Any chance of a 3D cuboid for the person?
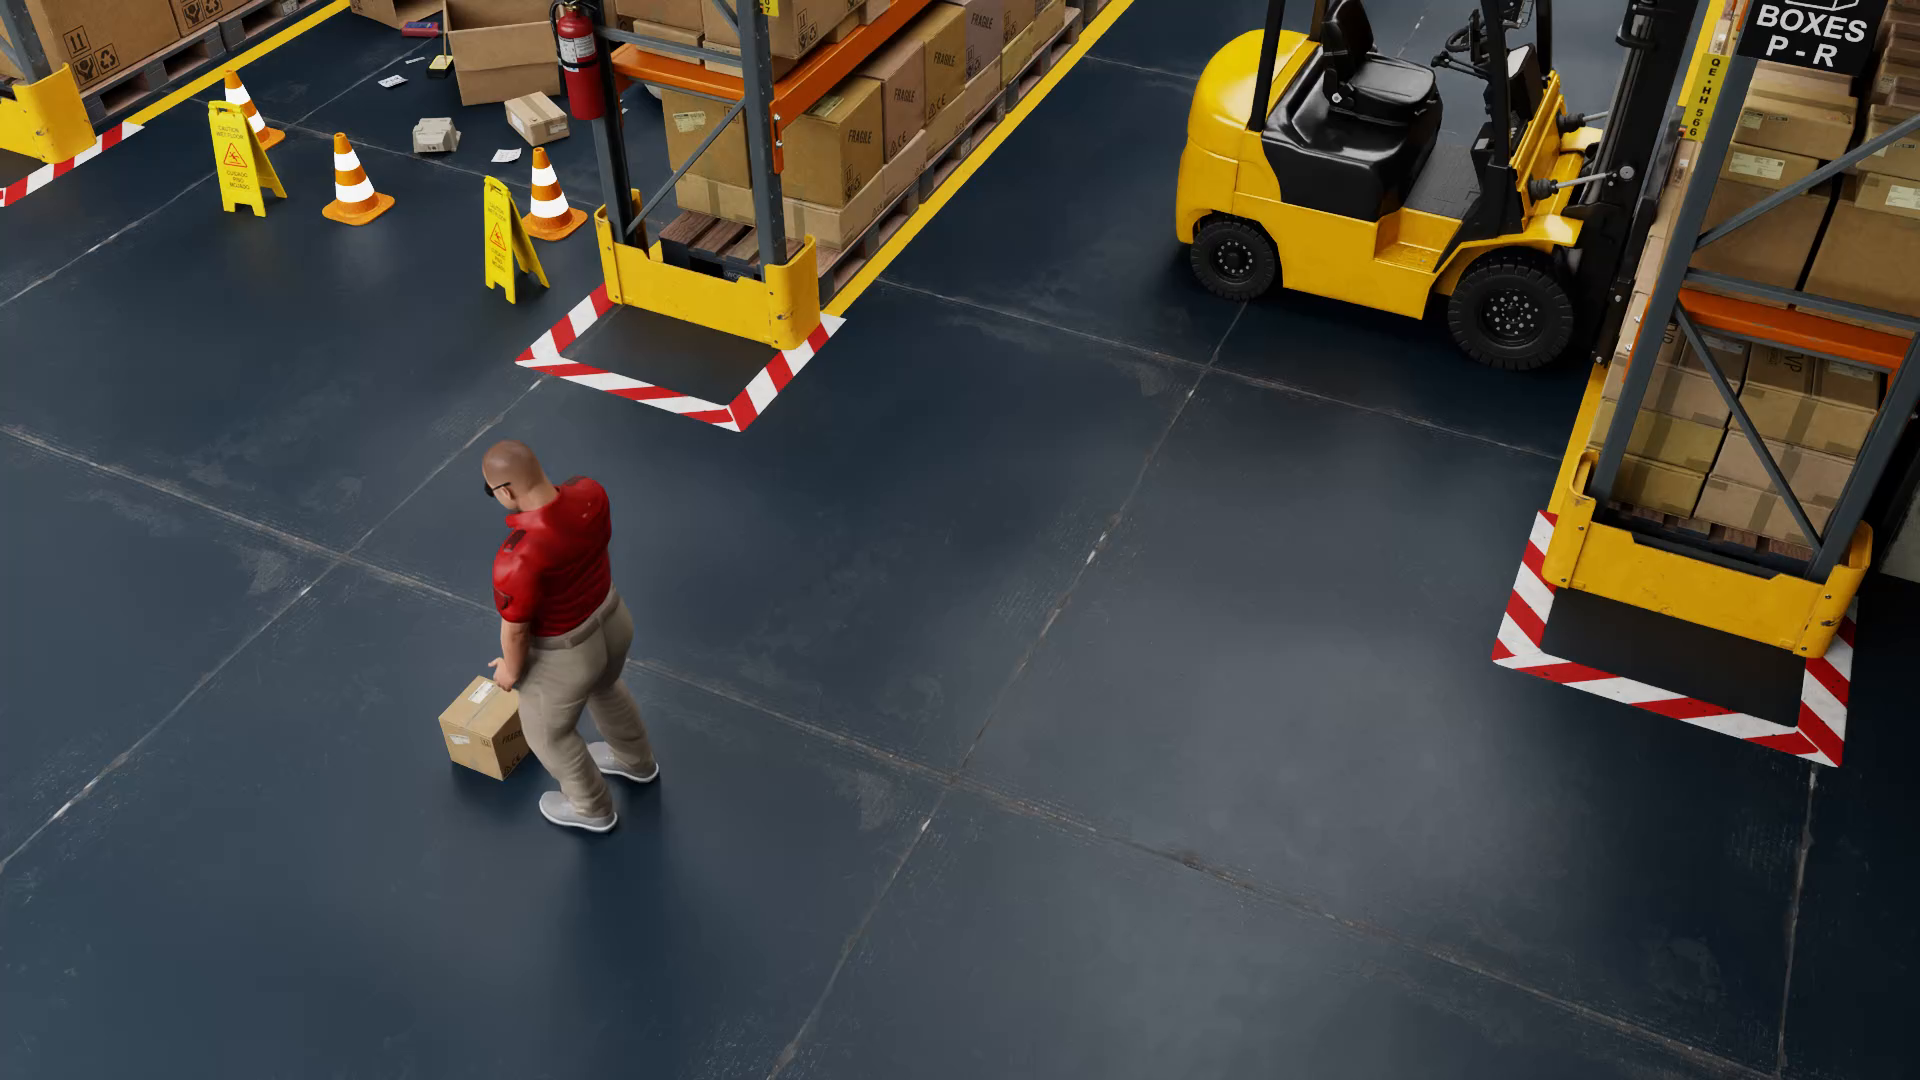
[{"bbox_3d":[-1.383,0.374,5.818,0.459,1.654,0.564,18,45,19],"label":"person"}]
